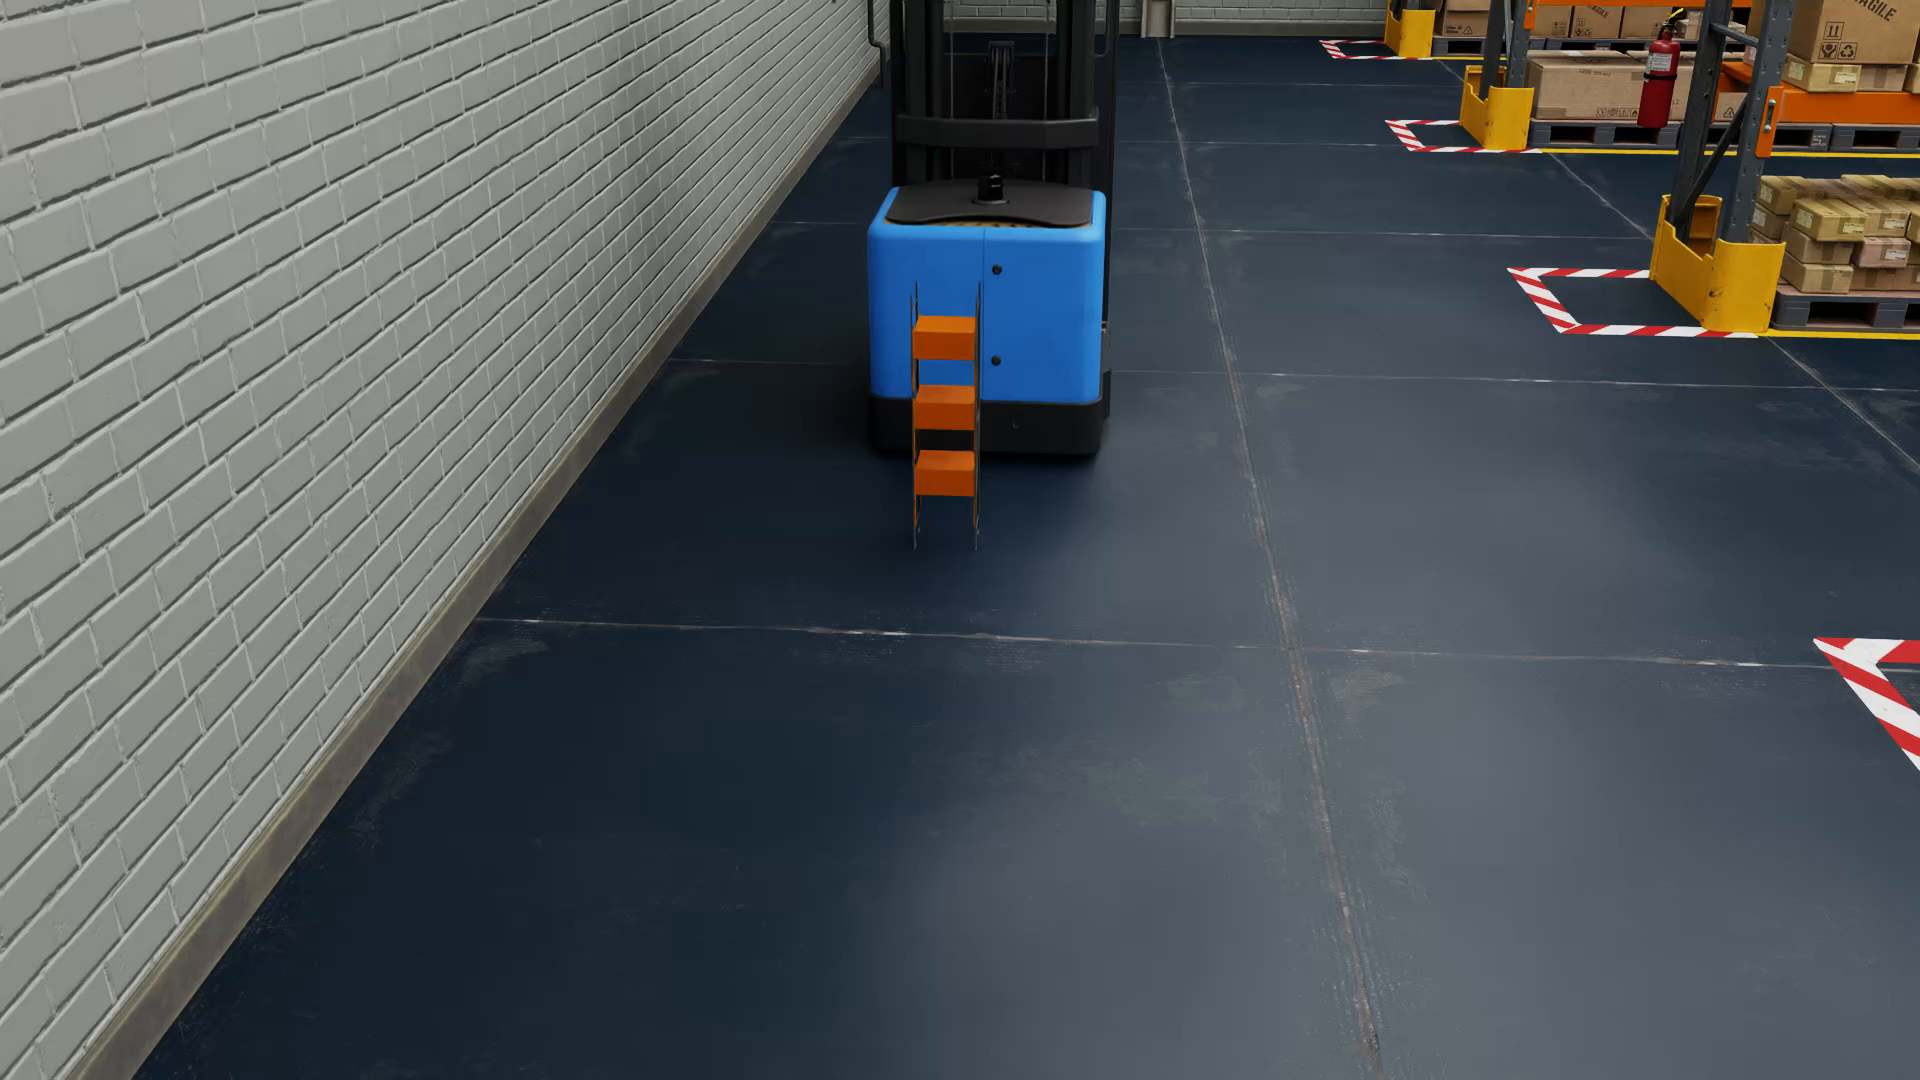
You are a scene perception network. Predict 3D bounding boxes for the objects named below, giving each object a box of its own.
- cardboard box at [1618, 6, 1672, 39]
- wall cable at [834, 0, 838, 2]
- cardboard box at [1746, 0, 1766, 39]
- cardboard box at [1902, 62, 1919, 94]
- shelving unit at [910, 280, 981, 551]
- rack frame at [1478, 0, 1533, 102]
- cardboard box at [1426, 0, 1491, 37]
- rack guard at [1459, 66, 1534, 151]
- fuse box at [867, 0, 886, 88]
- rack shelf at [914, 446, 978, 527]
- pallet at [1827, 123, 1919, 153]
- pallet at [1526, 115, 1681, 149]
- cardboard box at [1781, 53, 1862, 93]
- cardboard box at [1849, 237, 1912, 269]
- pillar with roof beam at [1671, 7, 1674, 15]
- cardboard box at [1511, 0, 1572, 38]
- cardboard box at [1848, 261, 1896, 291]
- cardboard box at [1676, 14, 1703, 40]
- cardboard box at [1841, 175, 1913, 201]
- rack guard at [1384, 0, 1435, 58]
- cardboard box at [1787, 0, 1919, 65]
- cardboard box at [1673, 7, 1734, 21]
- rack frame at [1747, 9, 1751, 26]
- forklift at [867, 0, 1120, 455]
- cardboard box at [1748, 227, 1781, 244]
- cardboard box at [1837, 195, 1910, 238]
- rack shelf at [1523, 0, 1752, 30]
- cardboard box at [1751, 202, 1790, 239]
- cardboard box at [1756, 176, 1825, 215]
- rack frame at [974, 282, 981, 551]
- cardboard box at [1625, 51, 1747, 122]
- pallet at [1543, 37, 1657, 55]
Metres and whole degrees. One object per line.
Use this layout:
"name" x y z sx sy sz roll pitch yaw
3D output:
"cardboard box" 7.451 -5.818 18.294 0.500 0.500 0.700 1 25 2
"wall cable" -1.037 -5.476 13.810 0.123 1.953 0.585 2 25 4
"cardboard box" 4.777 -3.037 9.286 0.500 0.500 0.500 2 25 5
"cardboard box" 5.128 -2.481 8.853 0.250 0.149 0.380 1 25 2
"shelving unit" -0.053 -0.479 6.534 0.252 1.050 0.215 2 25 4
"rack frame" 4.587 -4.830 13.658 0.127 3.000 1.000 2 25 4
"cardboard box" 5.566 -5.896 18.460 0.637 0.503 0.797 1 25 2
"rack guard" 4.563 -3.695 14.182 0.348 0.500 1.175 2 25 4
"fuse box" -0.730 -5.286 16.191 0.414 1.711 0.539 2 25 4
"rack shelf" -0.053 -0.217 6.655 0.240 0.259 0.215 2 25 4
"pallet" 7.823 -3.492 14.087 1.213 0.211 1.003 2 25 4
"pallet" 5.391 -3.570 14.256 1.213 0.211 1.003 2 25 4
"cardboard box" 4.607 -2.502 8.901 0.250 0.149 0.380 2 25 4
"cardboard box" 5.081 -1.638 9.274 0.250 0.149 0.380 2 25 4
"pillar with roof beam" 7.997 -8.100 13.588 0.400 9.000 9.100 2 25 4
"cardboard box" 6.415 -5.851 18.366 0.500 0.500 0.700 3 25 6
"cardboard box" 5.074 -1.535 9.405 0.250 0.149 0.380 2 25 4
"cardboard box" 8.018 -5.626 18.157 0.258 0.266 0.396 3 25 6
"cardboard box" 5.370 -2.031 9.772 0.250 0.149 0.380 1 25 3
"rack guard" 5.039 -5.761 18.672 0.348 0.500 1.175 2 25 4
"cardboard box" 4.736 -2.815 8.803 0.500 0.500 0.500 3 25 6
"cardboard box" 8.311 -5.860 18.610 0.500 0.311 0.500 3 25 6
"rack frame" 8.952 -6.771 17.876 0.127 3.000 1.000 2 25 4
"forklift" 0.232 -2.291 8.222 1.130 2.935 3.031 2 25 5
"cardboard box" 4.850 -1.729 9.828 0.250 0.149 0.380 2 25 5
"cardboard box" 5.090 -1.812 9.297 0.250 0.149 0.380 2 25 5
"rack shelf" 6.581 -4.439 13.669 4.000 0.370 1.077 2 25 4
"cardboard box" 4.857 -1.896 9.835 0.250 0.149 0.380 1 25 3
"cardboard box" 4.856 -2.018 9.744 0.250 0.149 0.380 2 25 5
"rack frame" 0.068 -0.475 6.526 0.008 1.050 0.200 2 25 4
"cardboard box" 6.166 -3.852 14.095 0.875 0.438 0.875 2 25 5
"pallet" 7.047 -5.564 18.590 1.213 0.211 1.003 2 25 4
